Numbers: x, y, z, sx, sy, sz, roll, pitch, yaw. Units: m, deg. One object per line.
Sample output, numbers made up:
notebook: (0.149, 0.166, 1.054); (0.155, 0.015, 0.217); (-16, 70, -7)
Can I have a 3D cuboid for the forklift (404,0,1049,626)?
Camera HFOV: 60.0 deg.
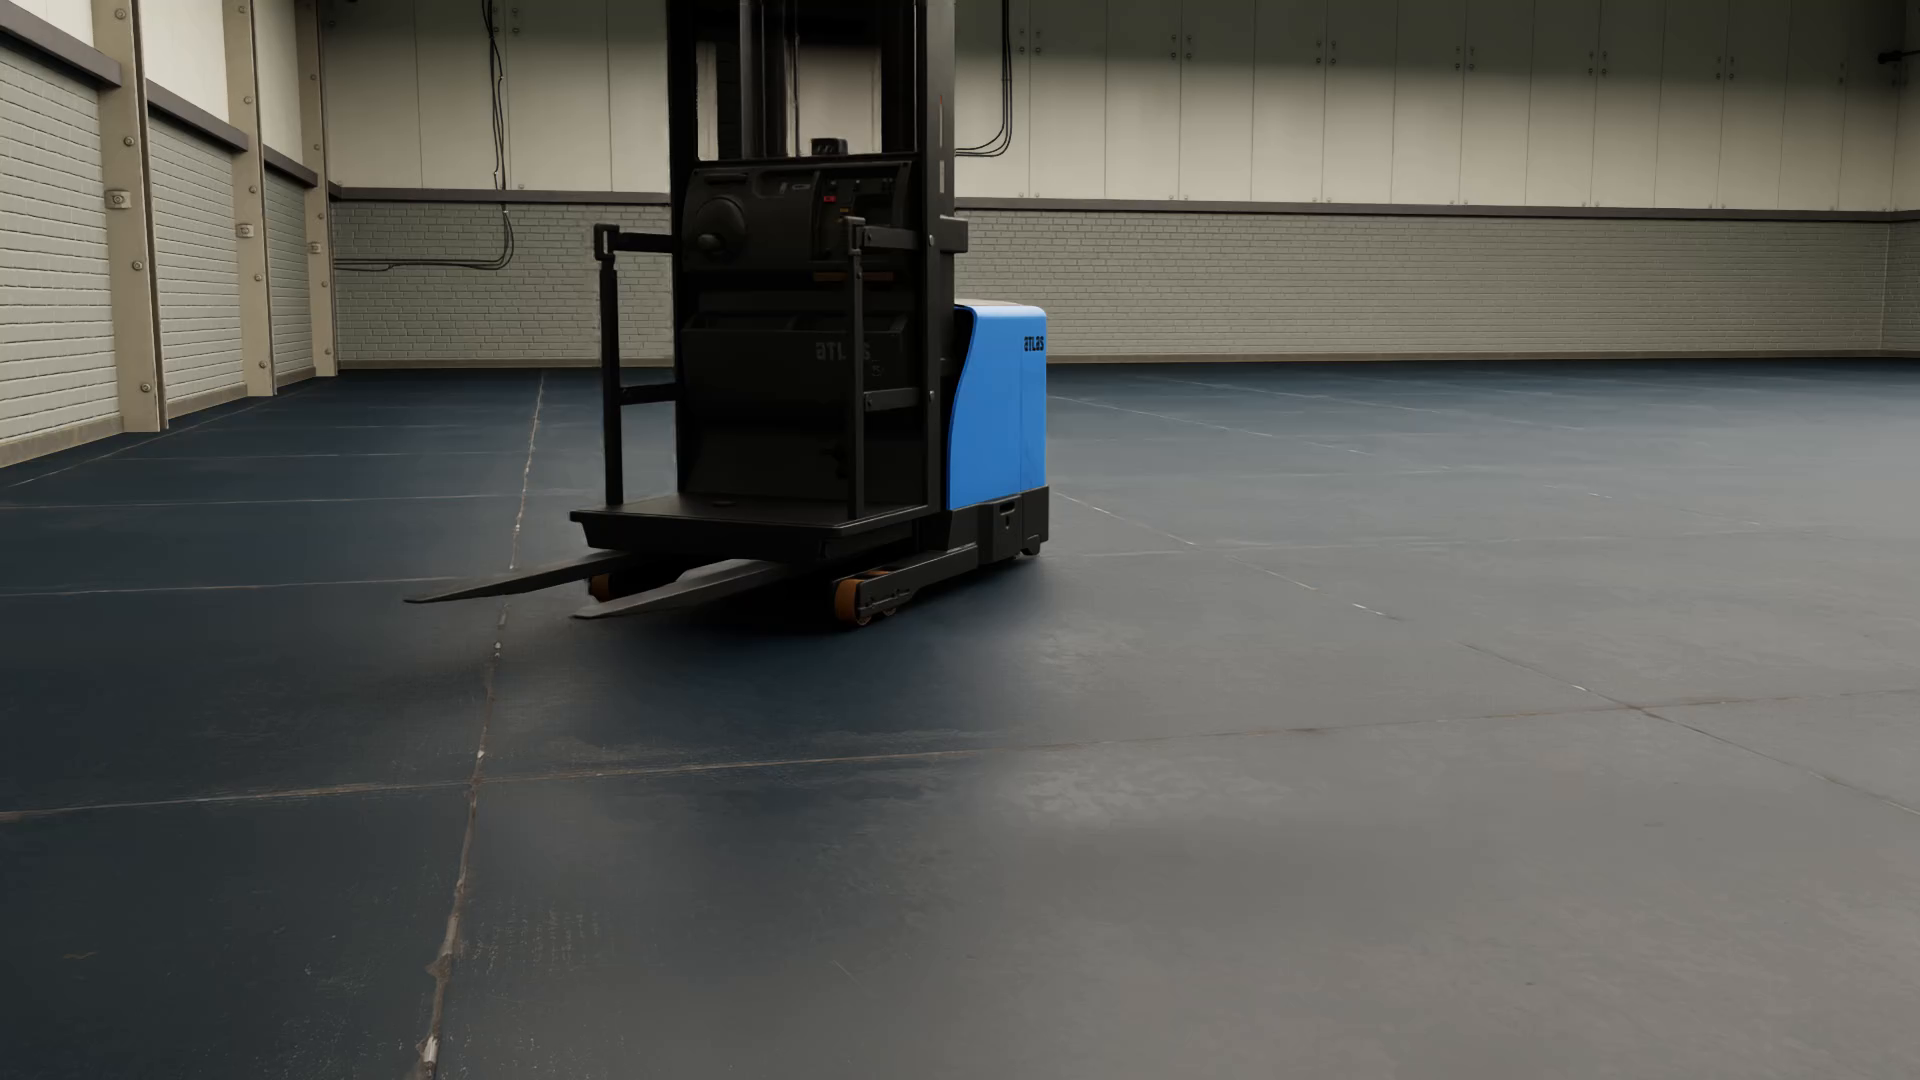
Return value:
forklift: (-0.691, -1.227, 5.902); (1.130, 2.935, 3.031); (4, 9, 24)
